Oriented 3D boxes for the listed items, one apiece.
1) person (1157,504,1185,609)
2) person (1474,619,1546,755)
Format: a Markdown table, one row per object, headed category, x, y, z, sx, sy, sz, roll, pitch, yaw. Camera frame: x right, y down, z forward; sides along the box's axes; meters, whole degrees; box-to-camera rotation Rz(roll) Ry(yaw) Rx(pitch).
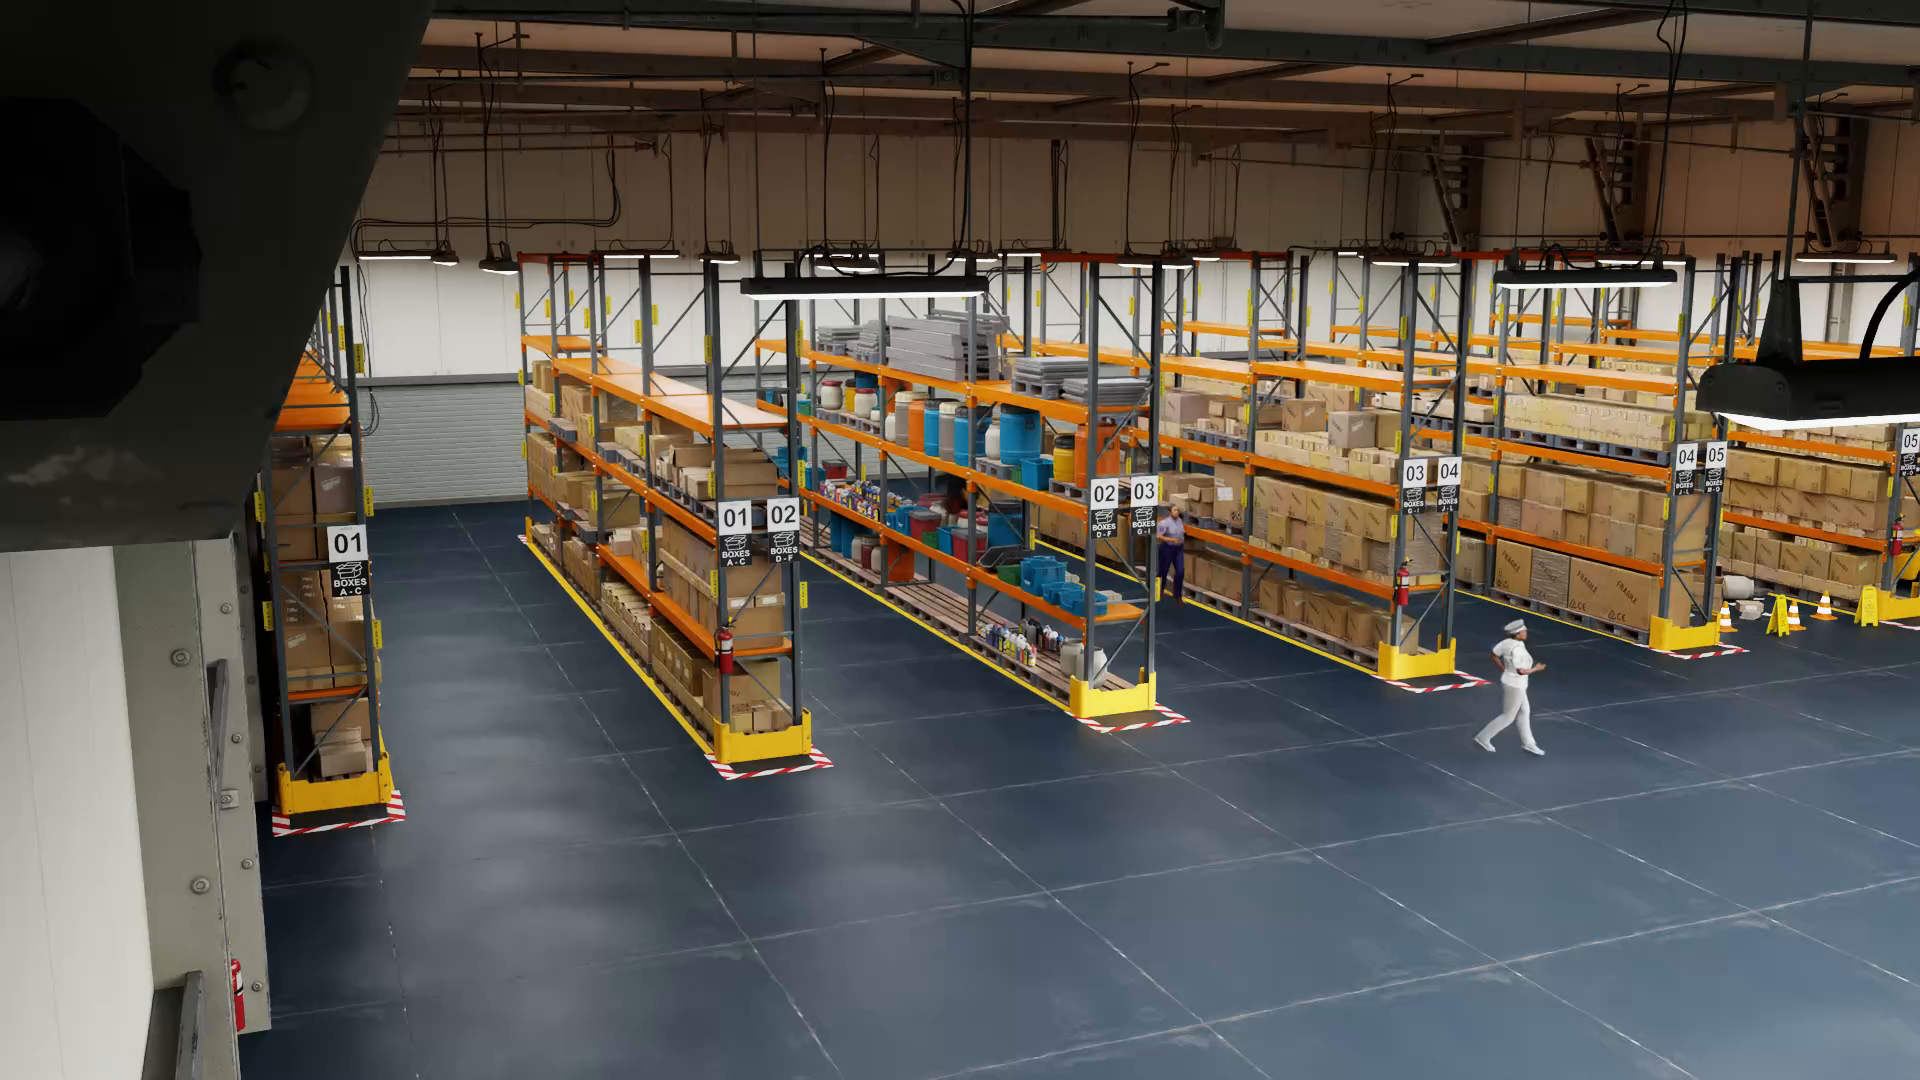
| category | x | y | z | sx | sy | sz | roll | pitch | yaw |
| --- | --- | --- | --- | --- | --- | --- | --- | --- | --- |
| person | 3.523 | 0.270 | 27.648 | 0.592 | 1.768 | 0.707 | -5 | 11 | -25 |
| person | 6.768 | 1.811 | 20.338 | 0.871 | 1.718 | 0.570 | 1 | 10 | 7 |
